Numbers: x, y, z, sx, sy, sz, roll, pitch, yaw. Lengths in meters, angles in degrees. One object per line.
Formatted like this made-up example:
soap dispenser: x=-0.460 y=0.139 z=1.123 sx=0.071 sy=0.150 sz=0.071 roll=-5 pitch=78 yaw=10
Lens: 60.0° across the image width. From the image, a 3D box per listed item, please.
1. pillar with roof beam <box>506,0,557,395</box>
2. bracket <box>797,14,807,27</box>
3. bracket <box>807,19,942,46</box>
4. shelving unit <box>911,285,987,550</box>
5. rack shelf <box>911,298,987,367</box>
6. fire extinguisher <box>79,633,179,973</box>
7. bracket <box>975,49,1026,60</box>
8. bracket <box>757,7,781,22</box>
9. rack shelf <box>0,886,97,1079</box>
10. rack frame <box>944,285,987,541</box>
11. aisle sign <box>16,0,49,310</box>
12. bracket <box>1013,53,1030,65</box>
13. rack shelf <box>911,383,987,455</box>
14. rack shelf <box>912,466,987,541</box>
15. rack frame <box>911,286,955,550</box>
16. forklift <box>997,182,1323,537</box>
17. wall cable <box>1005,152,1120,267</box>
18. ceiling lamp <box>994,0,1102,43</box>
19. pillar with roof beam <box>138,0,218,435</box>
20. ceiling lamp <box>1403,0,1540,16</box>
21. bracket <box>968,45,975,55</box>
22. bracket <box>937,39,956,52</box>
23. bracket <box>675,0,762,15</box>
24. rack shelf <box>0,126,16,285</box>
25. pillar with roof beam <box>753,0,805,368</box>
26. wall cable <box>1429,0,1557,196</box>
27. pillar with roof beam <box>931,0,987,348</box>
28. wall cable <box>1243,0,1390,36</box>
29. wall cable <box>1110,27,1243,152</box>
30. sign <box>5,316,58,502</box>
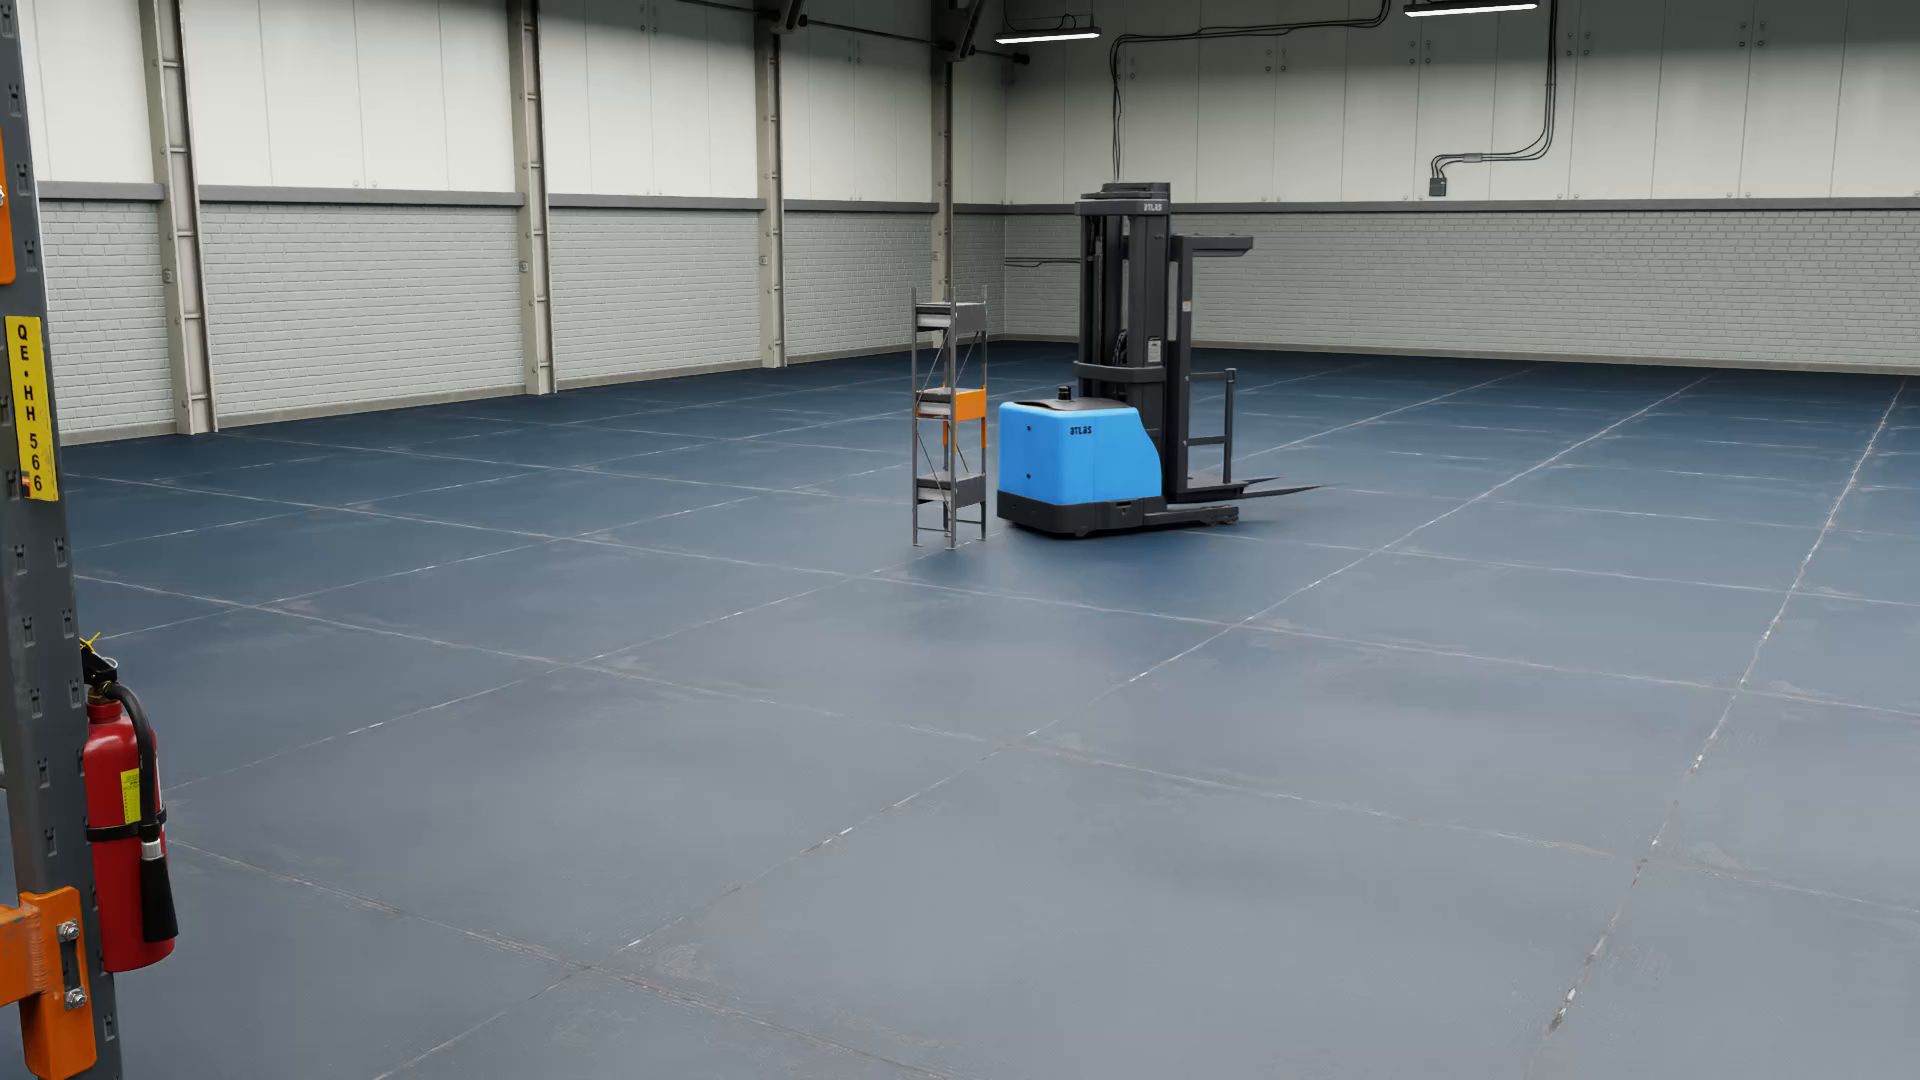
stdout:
pillar with roof beam: x=-2.935 y=-6.330 z=23.226 sx=9.100 sy=9.000 sz=0.400 roll=6 pitch=12 yaw=31
bracket: x=-2.981 y=-9.485 z=30.299 sx=0.235 sy=0.232 sz=0.430 roll=6 pitch=12 yaw=31
bracket: x=-1.634 y=-9.893 z=32.478 sx=0.076 sy=0.066 sz=4.783 roll=6 pitch=12 yaw=31
shelving unit: x=-0.086 y=-1.006 z=13.536 sx=0.431 sy=2.100 sz=0.503 roll=6 pitch=12 yaw=31
rack shelf: x=-0.086 y=-1.681 z=13.410 sx=0.431 sy=0.518 sz=0.480 roll=6 pitch=12 yaw=31
fire extinguisher: x=-1.661 y=0.499 z=3.259 sx=0.296 sy=0.674 sz=0.183 roll=6 pitch=12 yaw=31
bracket: x=1.058 y=-10.709 z=36.834 sx=0.076 sy=0.066 sz=3.189 roll=6 pitch=12 yaw=31
bracket: x=-3.411 y=-9.355 z=29.602 sx=0.235 sy=0.232 sz=0.430 roll=6 pitch=12 yaw=31
rack shelf: x=-3.152 y=1.104 z=1.777 sx=1.077 sy=0.370 sz=4.000 roll=6 pitch=12 yaw=31
rack frame: x=0.041 y=-1.044 z=13.741 sx=0.400 sy=2.100 sz=0.015 roll=6 pitch=12 yaw=31
aisle sign: x=-1.825 y=-0.823 z=3.051 sx=0.394 sy=0.787 sz=0.004 roll=6 pitch=12 yaw=31
bracket: x=1.365 y=-10.802 z=37.331 sx=0.235 sy=0.232 sz=0.430 roll=6 pitch=12 yaw=31
rack shelf: x=-0.086 y=-0.993 z=13.539 sx=0.431 sy=0.518 sz=0.480 roll=6 pitch=12 yaw=31
rack shelf: x=-0.086 y=-0.305 z=13.668 sx=0.431 sy=0.518 sz=0.480 roll=6 pitch=12 yaw=31
rack frame: x=-0.213 y=-0.968 z=13.331 sx=0.400 sy=2.100 sz=0.015 roll=6 pitch=12 yaw=31
forklift: x=1.864 y=-1.637 z=14.647 sx=3.031 sy=2.935 sz=1.130 roll=-6 pitch=12 yaw=-29
wall cable: x=2.275 y=-7.439 z=37.589 sx=3.097 sy=2.526 sz=0.112 roll=6 pitch=12 yaw=31
ceiling lamp: x=1.669 y=-10.436 z=29.296 sx=2.000 sy=3.185 sz=0.800 roll=6 pitch=12 yaw=31
pillar with roof beam: x=-6.050 y=-5.386 z=18.185 sx=9.100 sy=9.000 sz=0.400 roll=6 pitch=12 yaw=31
ceiling lamp: x=7.985 y=-9.730 z=25.525 sx=2.000 sy=3.185 sz=0.800 roll=6 pitch=12 yaw=31
bracket: x=0.135 y=-10.429 z=35.340 sx=0.235 sy=0.232 sz=0.430 roll=6 pitch=12 yaw=31
bracket: x=-0.296 y=-10.299 z=34.642 sx=0.235 sy=0.232 sz=0.430 roll=6 pitch=12 yaw=31
bracket: x=-4.749 y=-8.950 z=27.438 sx=0.076 sy=0.066 sz=4.783 roll=6 pitch=12 yaw=31
rack shelf: x=-3.152 y=-0.371 z=1.501 sx=1.077 sy=0.370 sz=4.000 roll=6 pitch=12 yaw=31
pillar with roof beam: x=0.180 y=-7.274 z=28.266 sx=9.100 sy=9.000 sz=0.548 roll=6 pitch=12 yaw=31
wall cable: x=10.381 y=-9.728 z=32.133 sx=2.305 sy=6.003 sz=0.169 roll=6 pitch=12 yaw=31
pillar with roof beam: x=3.295 y=-8.217 z=33.307 sx=9.100 sy=9.000 sz=0.548 roll=6 pitch=12 yaw=31
wall cable: x=7.232 y=-11.603 z=33.746 sx=3.097 sy=2.526 sz=0.112 roll=6 pitch=12 yaw=31
wall cable: x=4.587 y=-9.663 z=35.744 sx=3.097 sy=2.526 sz=0.112 roll=6 pitch=12 yaw=31
sign: x=-1.650 y=-0.233 z=2.956 sx=0.100 sy=0.325 sz=0.005 roll=6 pitch=12 yaw=31
